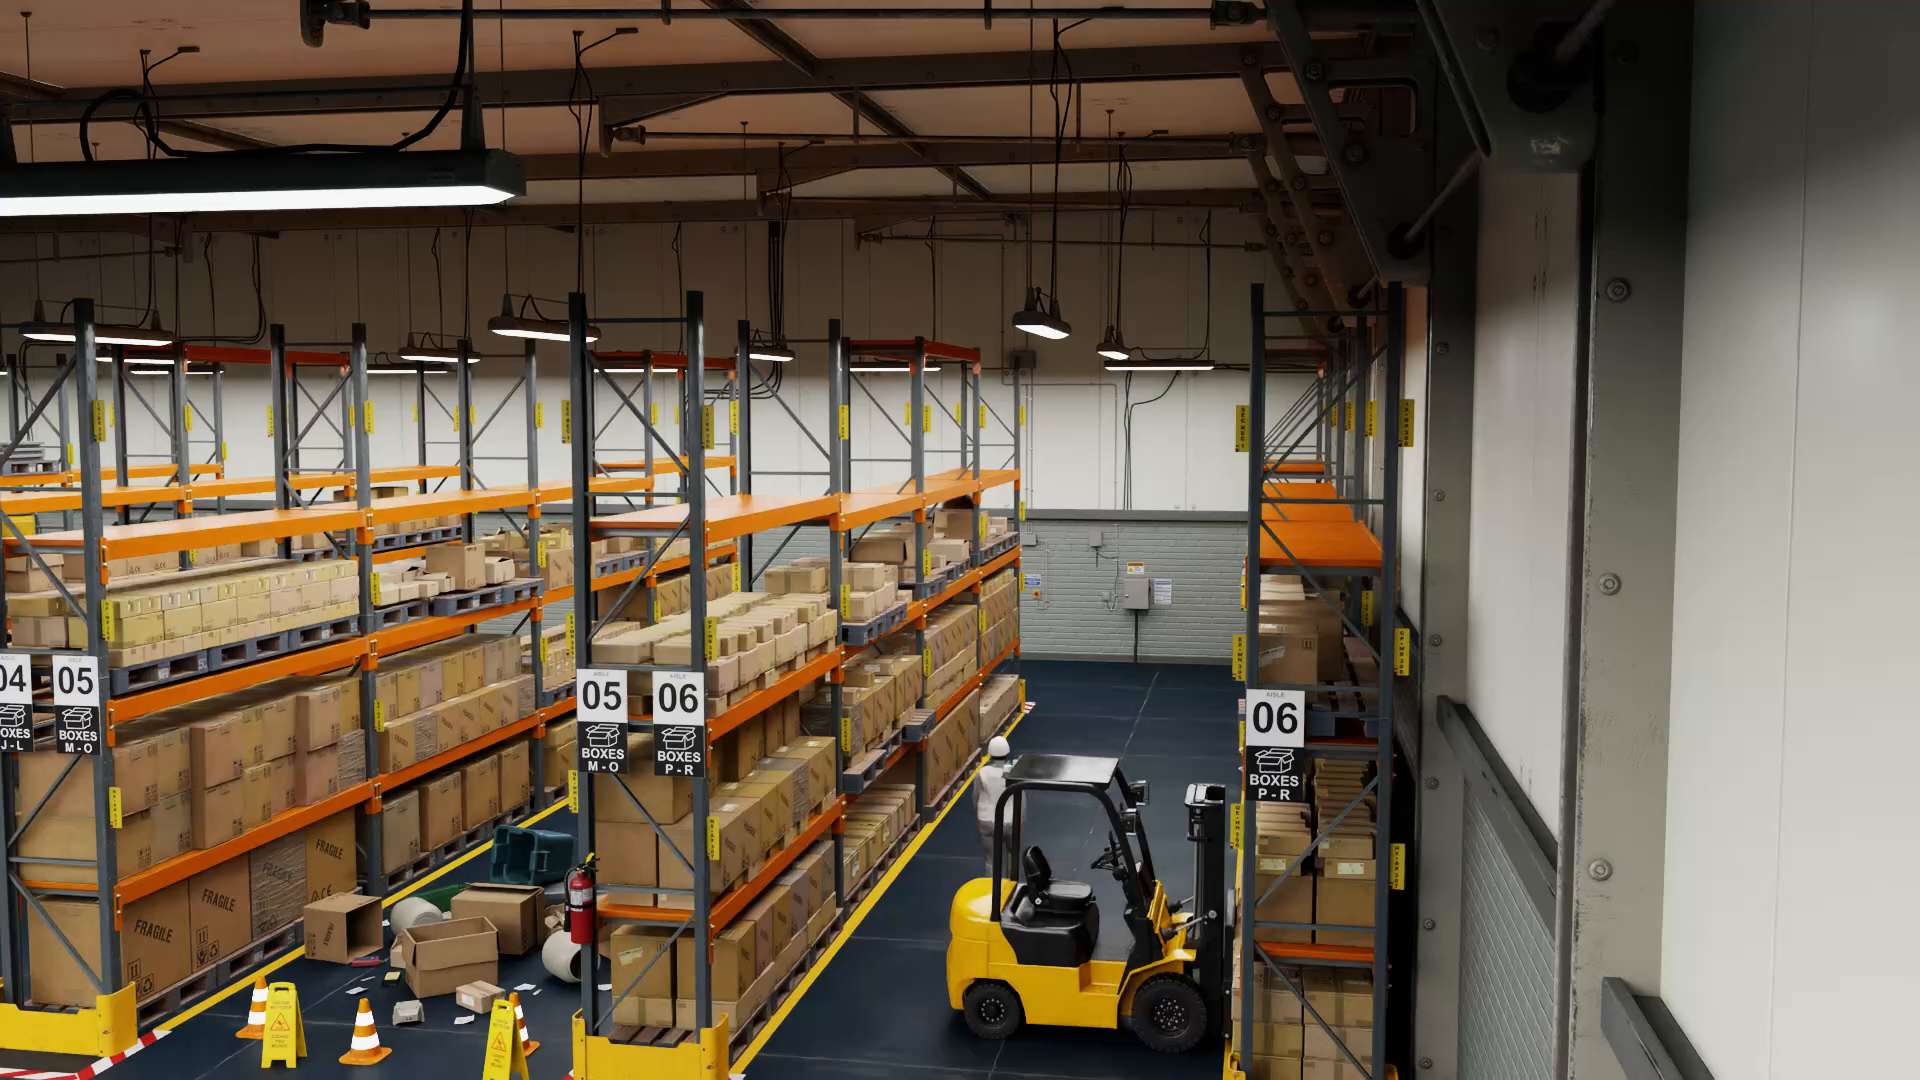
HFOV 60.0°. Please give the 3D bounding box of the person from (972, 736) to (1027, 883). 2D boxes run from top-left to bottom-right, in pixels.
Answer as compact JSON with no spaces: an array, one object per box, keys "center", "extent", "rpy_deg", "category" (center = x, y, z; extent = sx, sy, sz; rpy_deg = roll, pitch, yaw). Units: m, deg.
[{"center":[0.409,2.902,17.125],"extent":[0.569,1.797,0.689],"rpy_deg":[1,5,7],"category":"person"}]
